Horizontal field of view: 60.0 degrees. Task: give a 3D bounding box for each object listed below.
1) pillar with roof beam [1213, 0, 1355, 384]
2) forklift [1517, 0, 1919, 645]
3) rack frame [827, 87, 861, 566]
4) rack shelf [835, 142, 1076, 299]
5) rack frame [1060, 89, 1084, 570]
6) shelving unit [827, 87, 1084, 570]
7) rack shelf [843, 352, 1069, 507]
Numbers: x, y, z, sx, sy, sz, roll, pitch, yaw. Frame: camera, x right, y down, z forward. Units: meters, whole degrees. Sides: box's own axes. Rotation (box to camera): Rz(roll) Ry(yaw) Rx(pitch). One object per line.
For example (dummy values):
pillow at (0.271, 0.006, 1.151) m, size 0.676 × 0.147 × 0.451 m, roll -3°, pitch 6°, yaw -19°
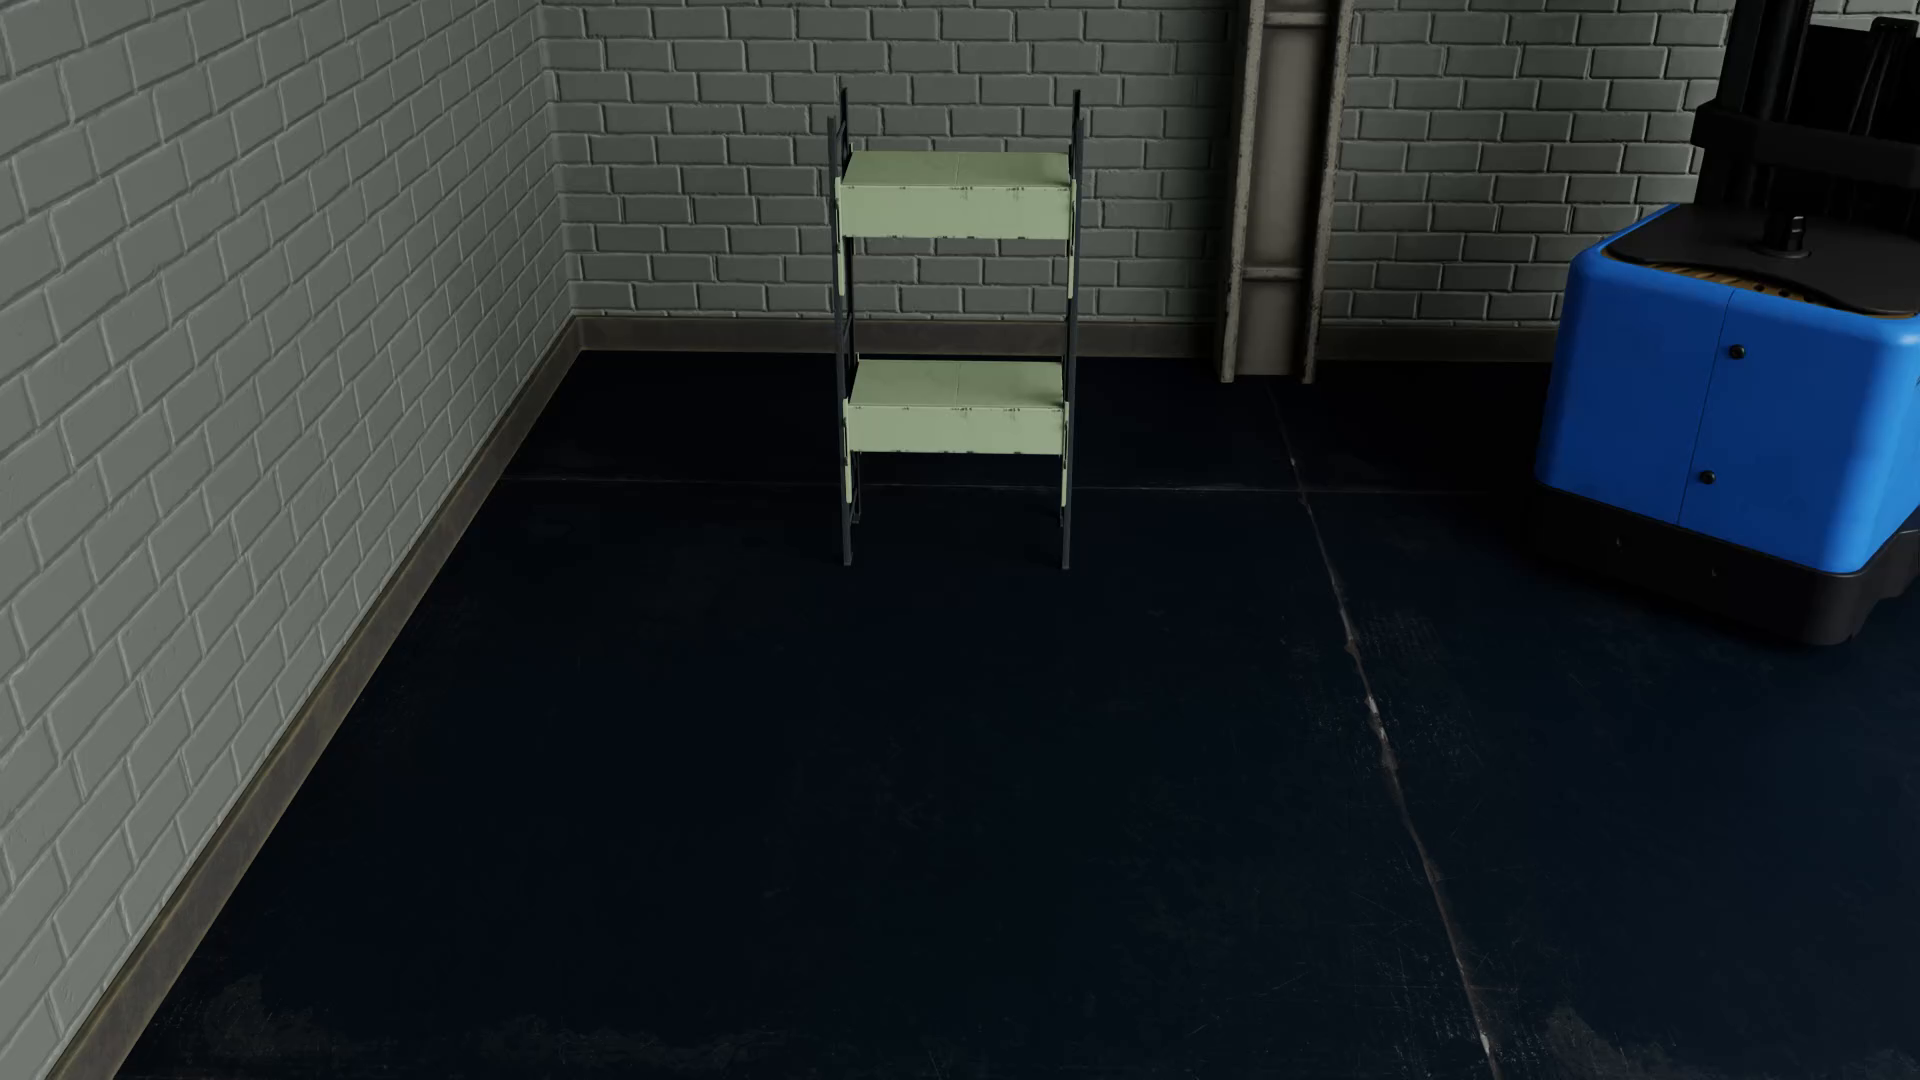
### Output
pillar with roof beam at (1.145, -2.694, 1.225) m, size 0.400 × 9.000 × 9.100 m, roll 1°, pitch 28°, yaw 2°
forklift at (3.241, -1.582, 5.605) m, size 1.130 × 2.935 × 3.031 m, roll 23°, pitch 36°, yaw 37°
rack frame at (-0.372, -0.669, 5.410) m, size 0.023 × 1.500 × 0.400 m, roll 1°, pitch 28°, yaw 2°
rack shelf at (-0.007, -1.008, 5.216) m, size 0.720 × 0.370 × 0.431 m, roll 1°, pitch 28°, yaw 2°
rack frame at (0.359, -0.657, 5.388) m, size 0.023 × 1.500 × 0.400 m, roll 1°, pitch 28°, yaw 2°
shelving unit at (-0.007, -0.663, 5.399) m, size 0.755 × 1.500 × 0.431 m, roll 1°, pitch 28°, yaw 2°
rack shelf at (-0.007, -0.375, 5.552) m, size 0.720 × 0.370 × 0.431 m, roll 1°, pitch 28°, yaw 2°
